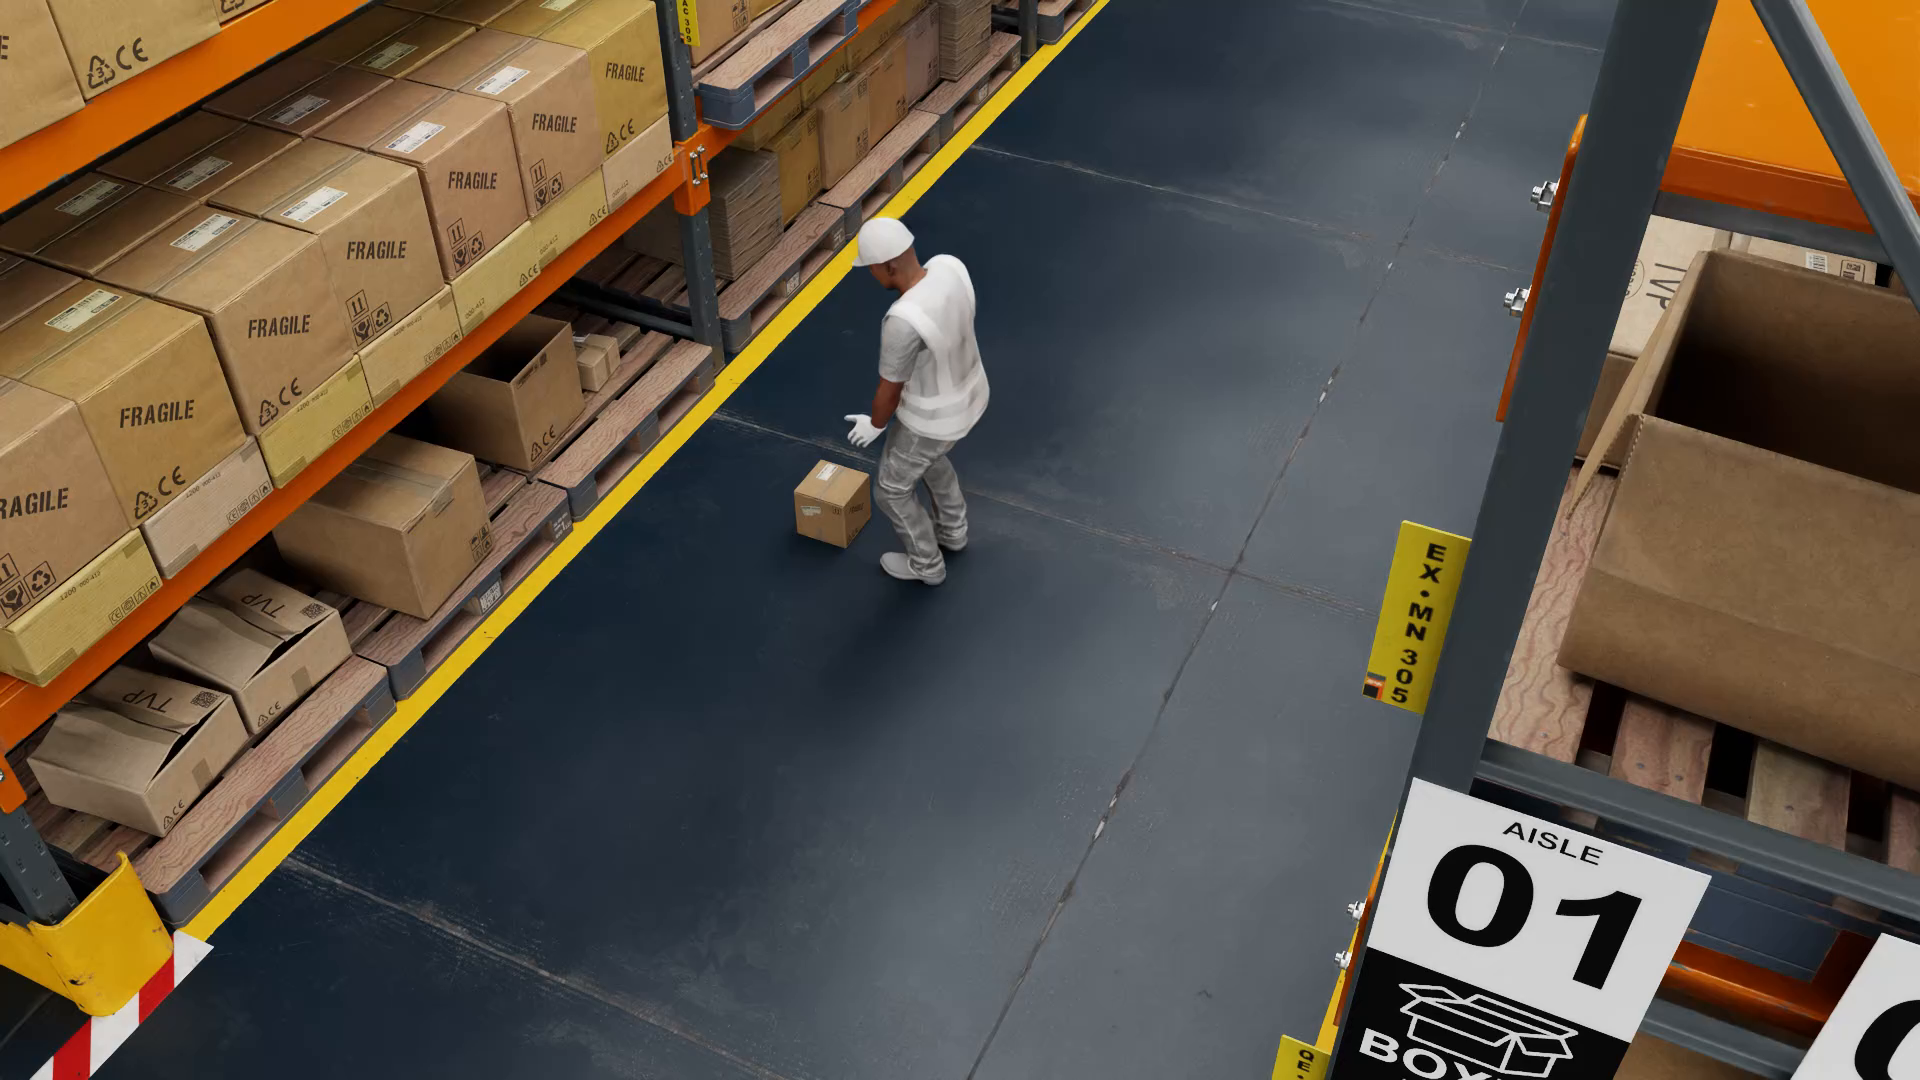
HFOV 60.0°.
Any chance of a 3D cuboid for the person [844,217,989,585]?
[{"bbox_3d":[-0.171,-0.546,6.828,0.517,1.696,0.584,18,45,19],"label":"person"}]
